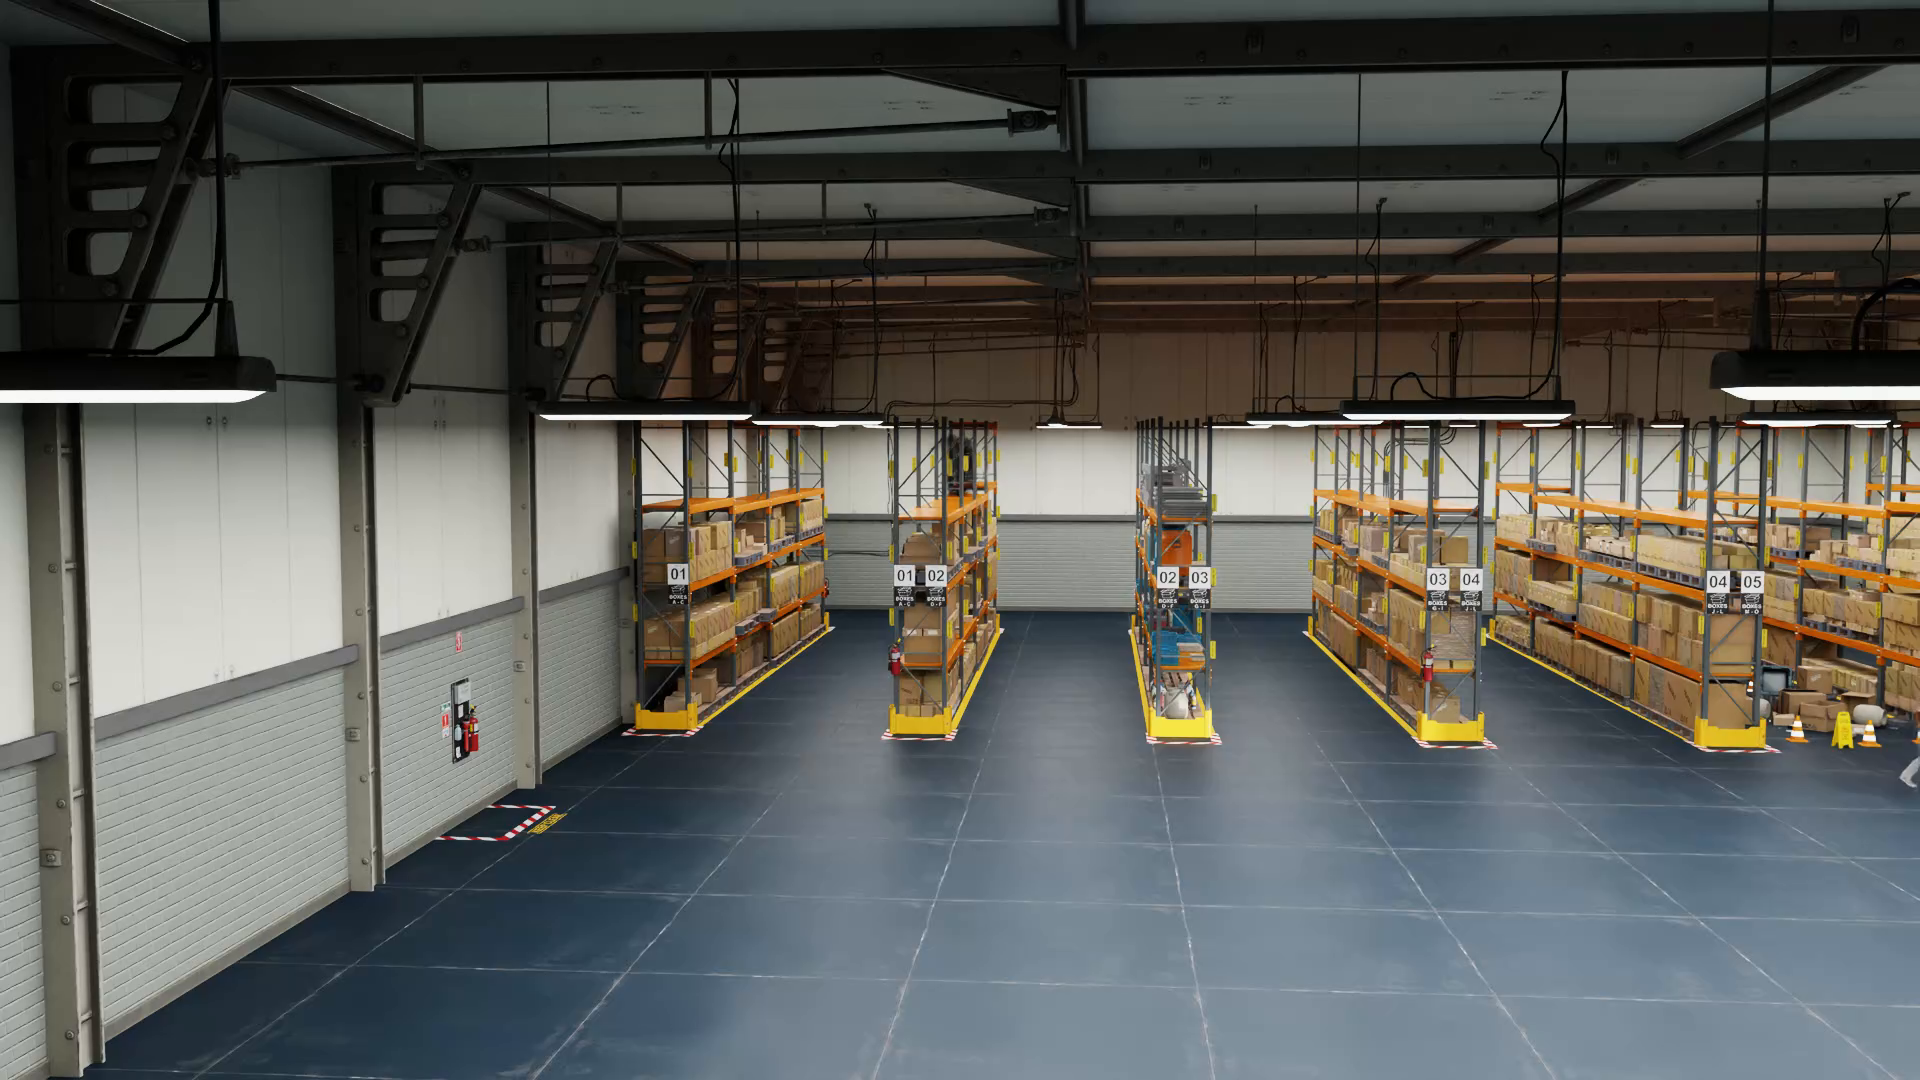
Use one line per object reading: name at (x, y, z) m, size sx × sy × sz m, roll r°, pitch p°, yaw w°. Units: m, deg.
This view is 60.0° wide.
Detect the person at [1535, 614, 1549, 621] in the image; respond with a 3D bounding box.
person at (16.456, 1.833, 47.171) m, size 0.673 × 1.634 × 0.493 m, roll -2°, pitch 4°, yaw -26°

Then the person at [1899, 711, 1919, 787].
person at (15.349, 3.190, 26.279) m, size 0.573 × 1.690 × 0.924 m, roll -3°, pitch 5°, yaw -39°
